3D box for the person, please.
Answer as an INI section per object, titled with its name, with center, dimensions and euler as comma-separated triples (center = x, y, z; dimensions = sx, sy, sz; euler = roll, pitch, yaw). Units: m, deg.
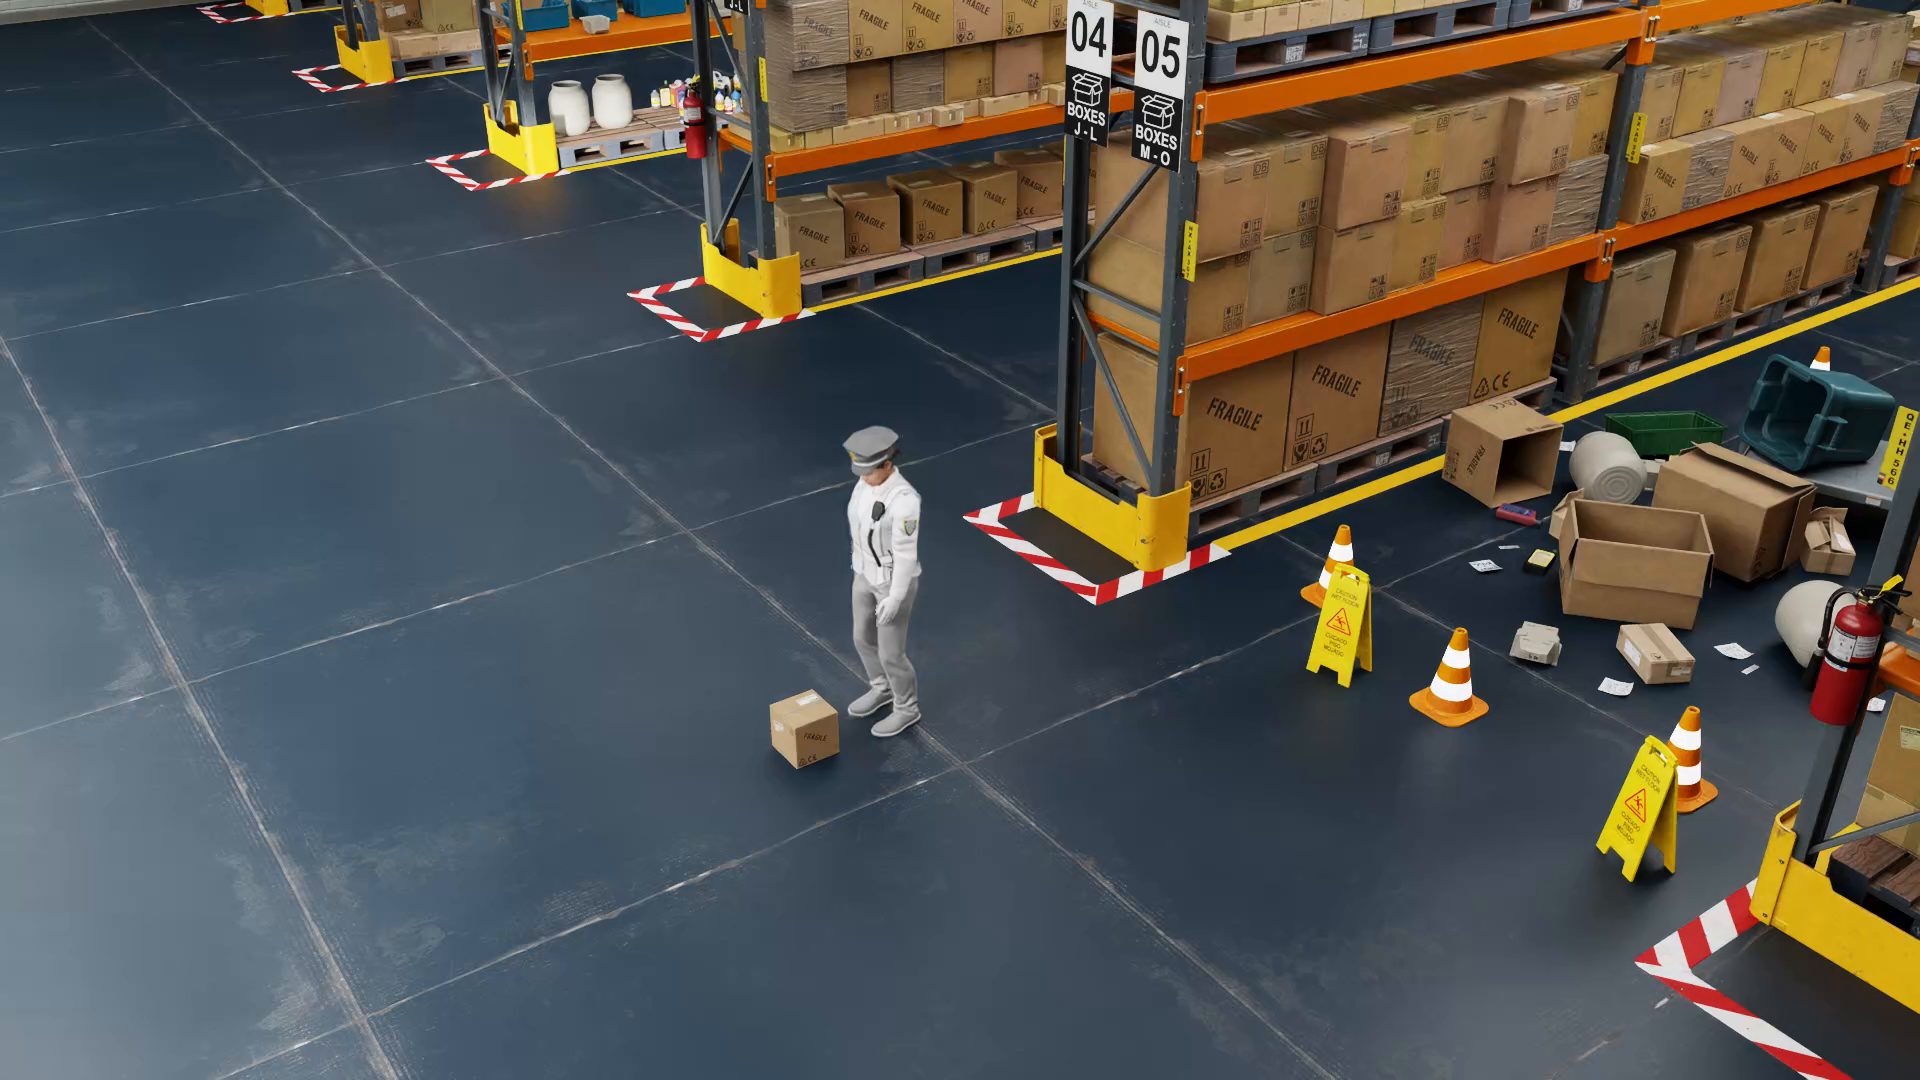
[person]
center = -0.376, 0.219, 8.256
dimensions = 0.352, 1.644, 0.479
euler = -18, 34, -29
